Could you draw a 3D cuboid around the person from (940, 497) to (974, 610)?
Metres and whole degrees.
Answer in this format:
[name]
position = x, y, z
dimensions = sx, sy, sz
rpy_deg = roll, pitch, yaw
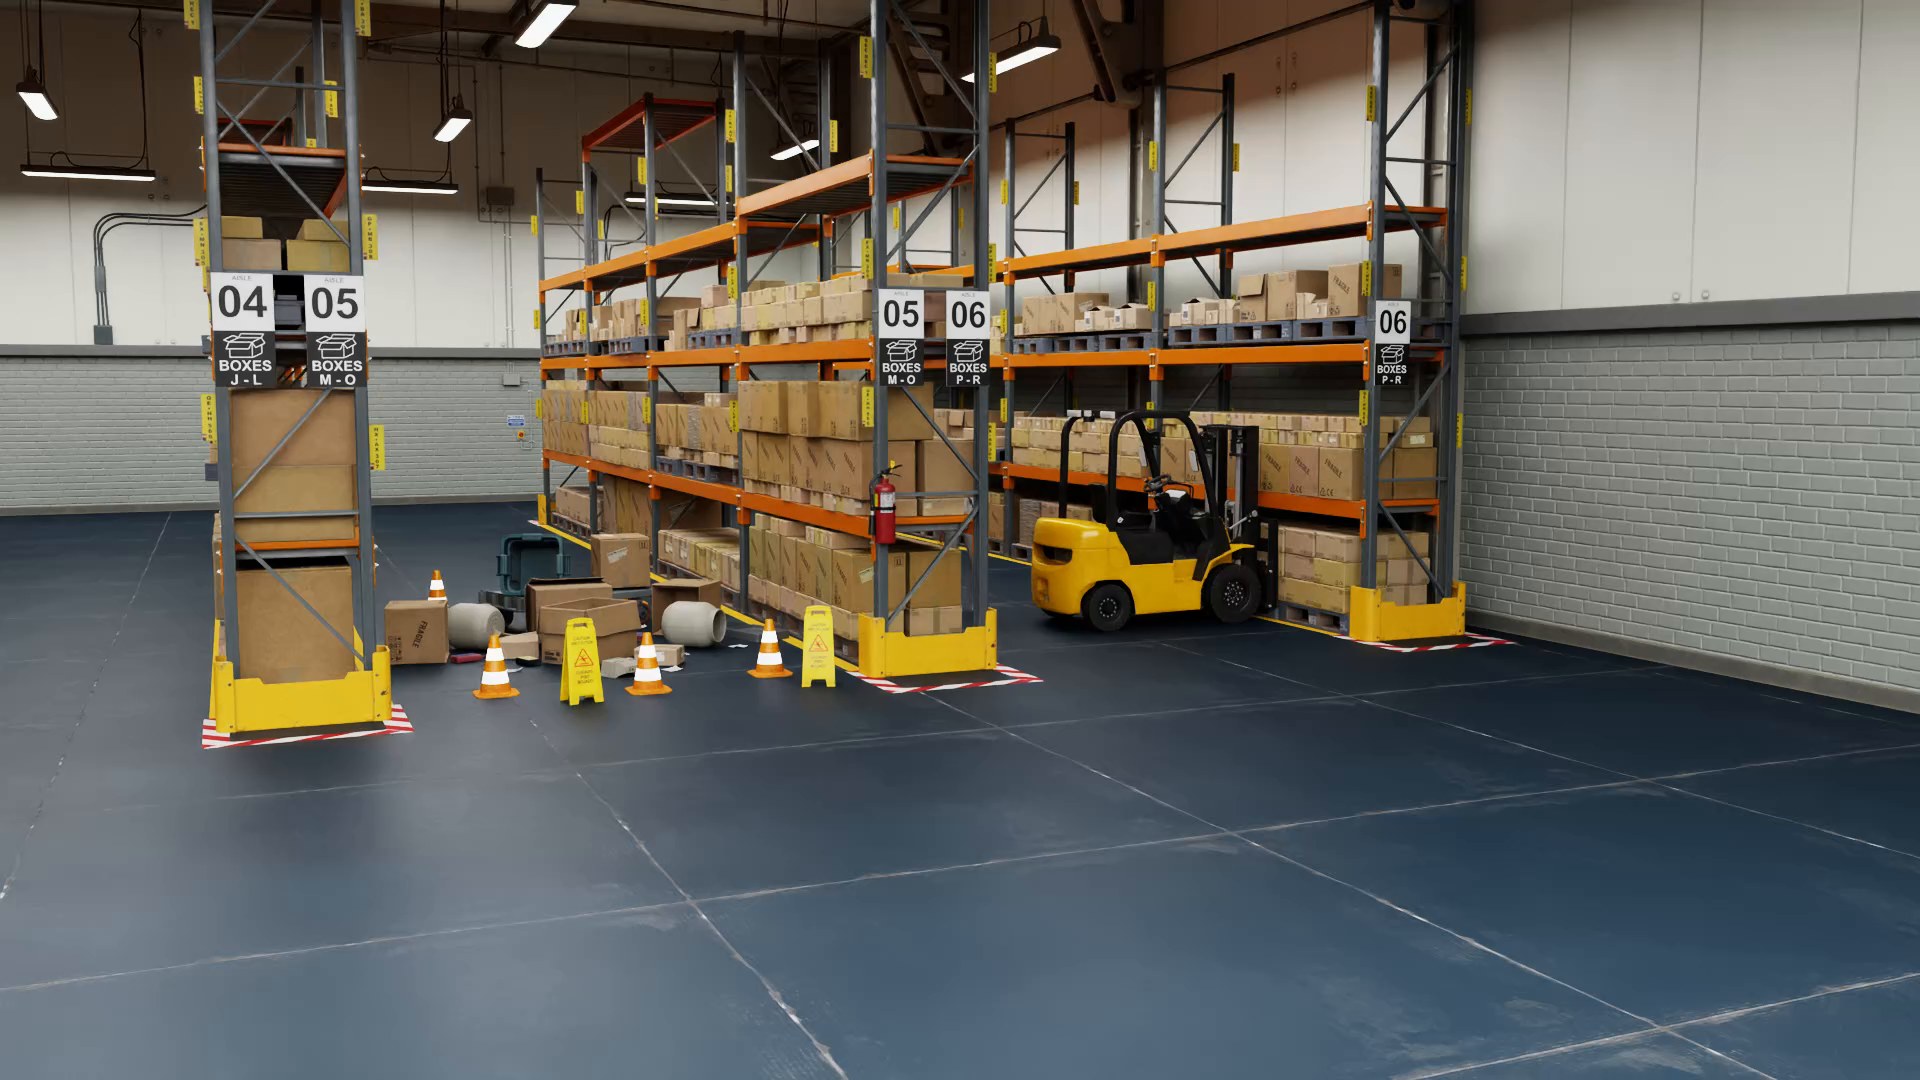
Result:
[person]
position = 0.012, -0.084, 17.766
dimensions = 0.505, 1.653, 0.423
rpy_deg = 2, 6, 17
